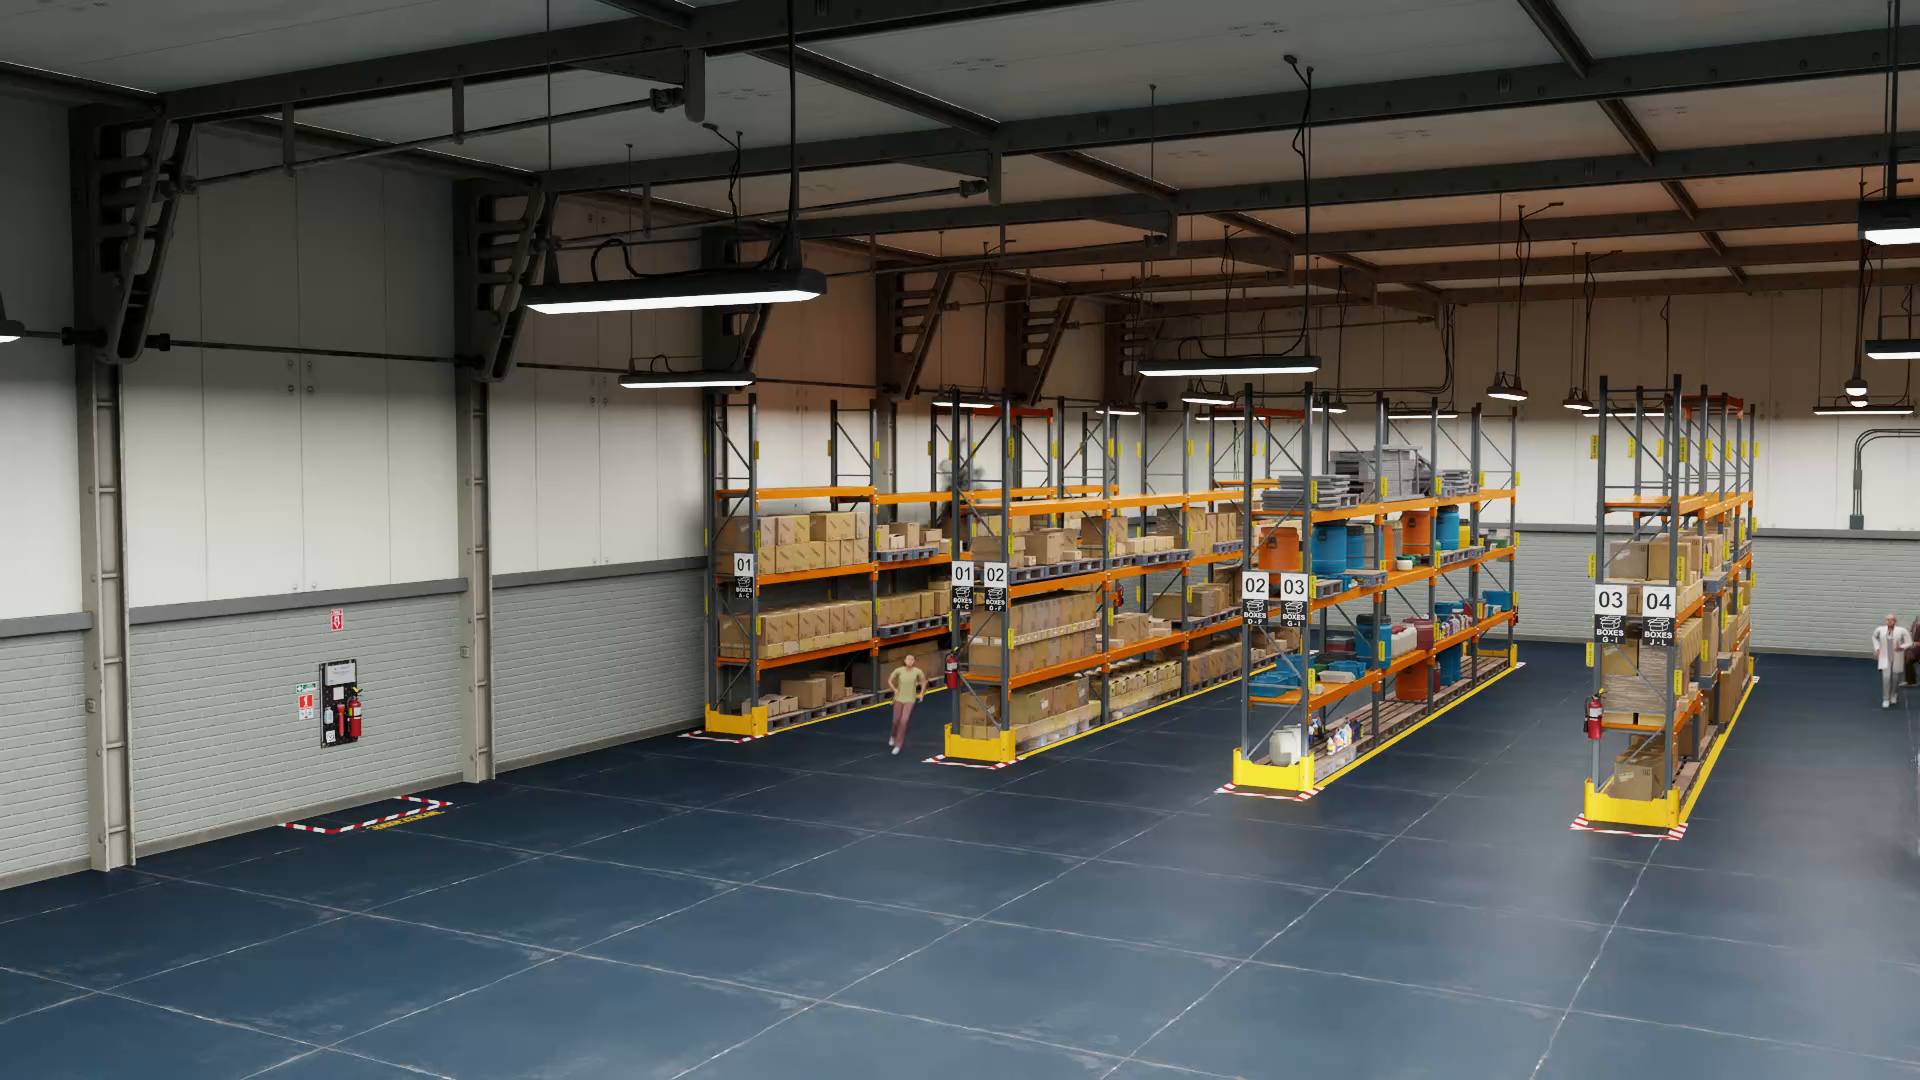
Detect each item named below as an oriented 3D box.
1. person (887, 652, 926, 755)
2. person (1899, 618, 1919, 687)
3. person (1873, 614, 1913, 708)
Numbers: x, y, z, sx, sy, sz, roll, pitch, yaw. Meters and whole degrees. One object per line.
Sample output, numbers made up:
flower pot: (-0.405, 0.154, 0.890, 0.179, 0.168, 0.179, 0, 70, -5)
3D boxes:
person: (-0.897, 2.674, 27.571, 0.637, 1.637, 0.954, 0, 3, 3)
person: (20.060, 2.264, 34.951, 0.557, 1.689, 0.767, 0, 3, -3)
person: (18.135, 2.330, 32.361, 0.703, 1.778, 0.999, 2, 4, 33)
